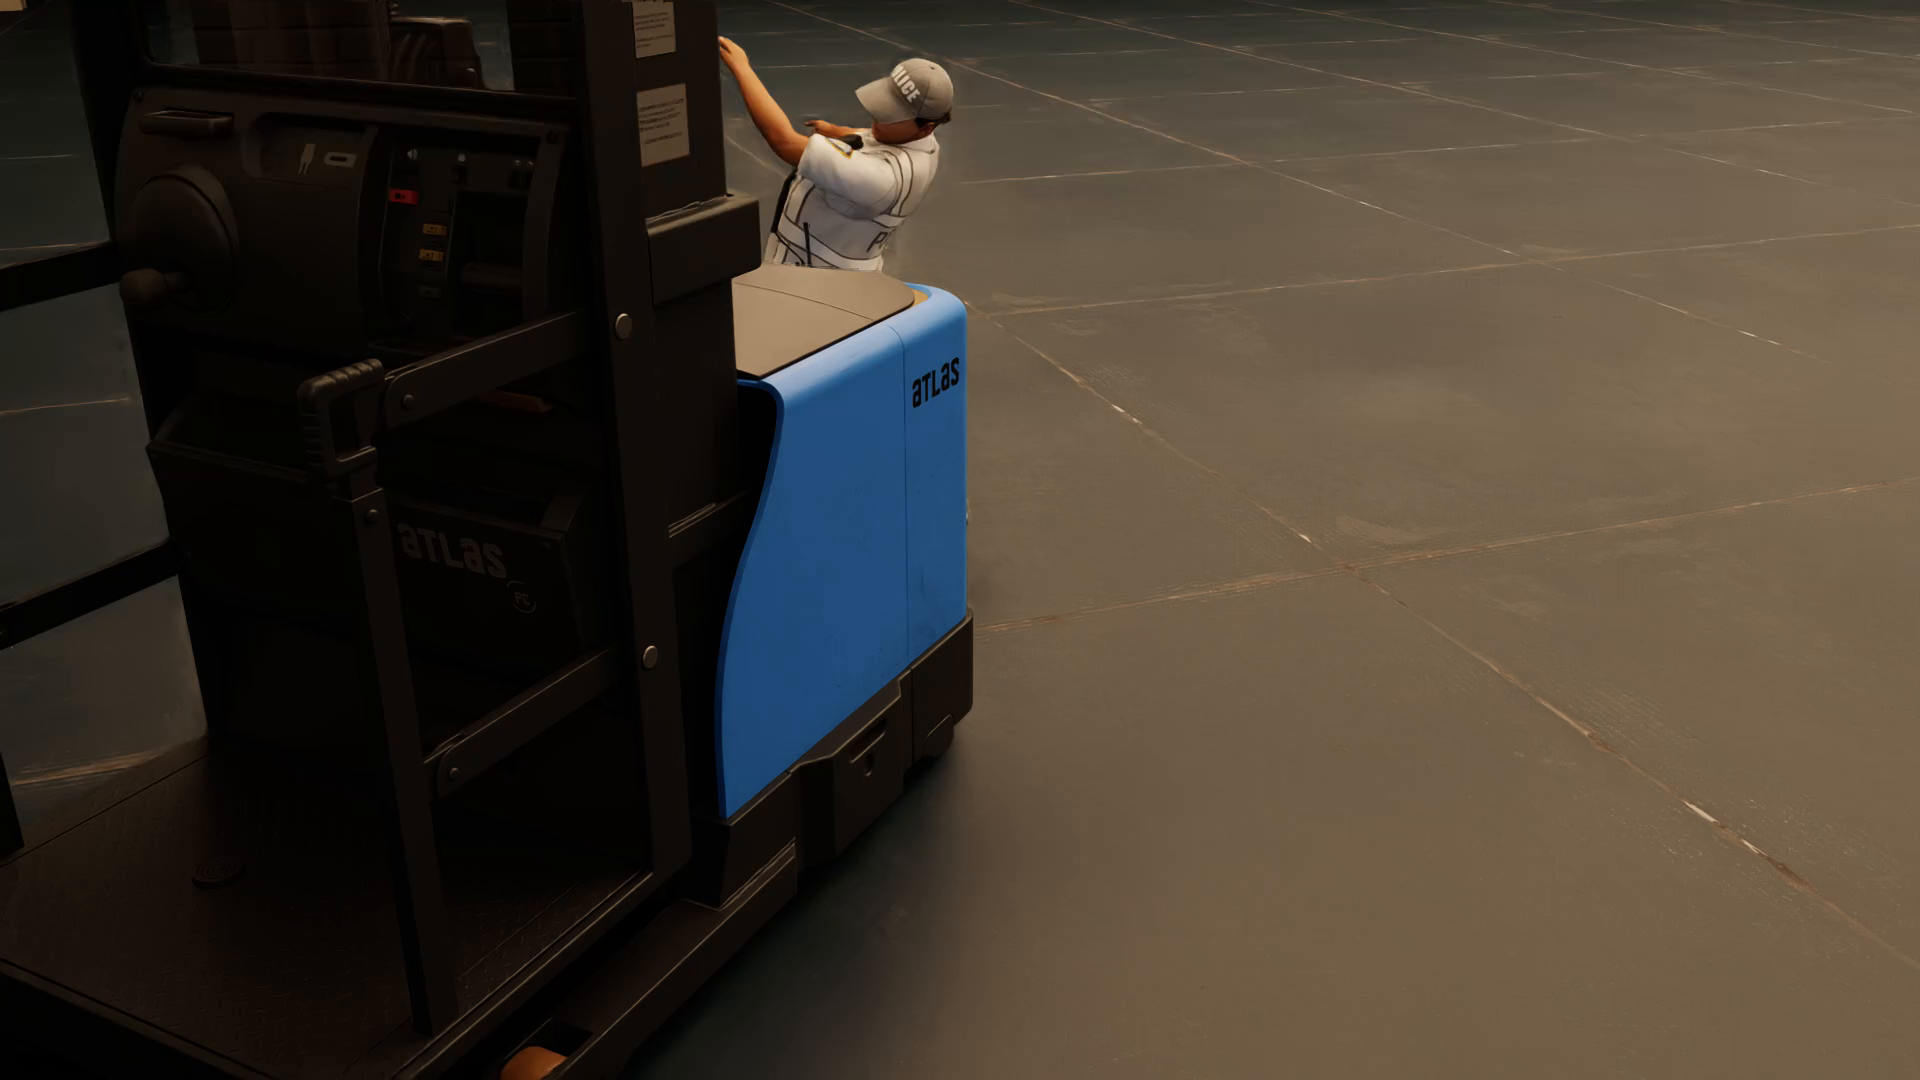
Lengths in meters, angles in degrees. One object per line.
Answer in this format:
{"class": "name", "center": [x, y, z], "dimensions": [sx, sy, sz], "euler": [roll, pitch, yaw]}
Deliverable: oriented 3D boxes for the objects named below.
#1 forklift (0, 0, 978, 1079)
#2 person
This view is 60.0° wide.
{"class": "forklift", "center": [-1.079, -0.493, 2.470], "dimensions": [1.130, 2.935, 3.031], "euler": [11, 25, 25]}
{"class": "person", "center": [-0.364, -0.822, 5.058], "dimensions": [0.652, 1.516, 1.019], "euler": [0, 23, -1]}
